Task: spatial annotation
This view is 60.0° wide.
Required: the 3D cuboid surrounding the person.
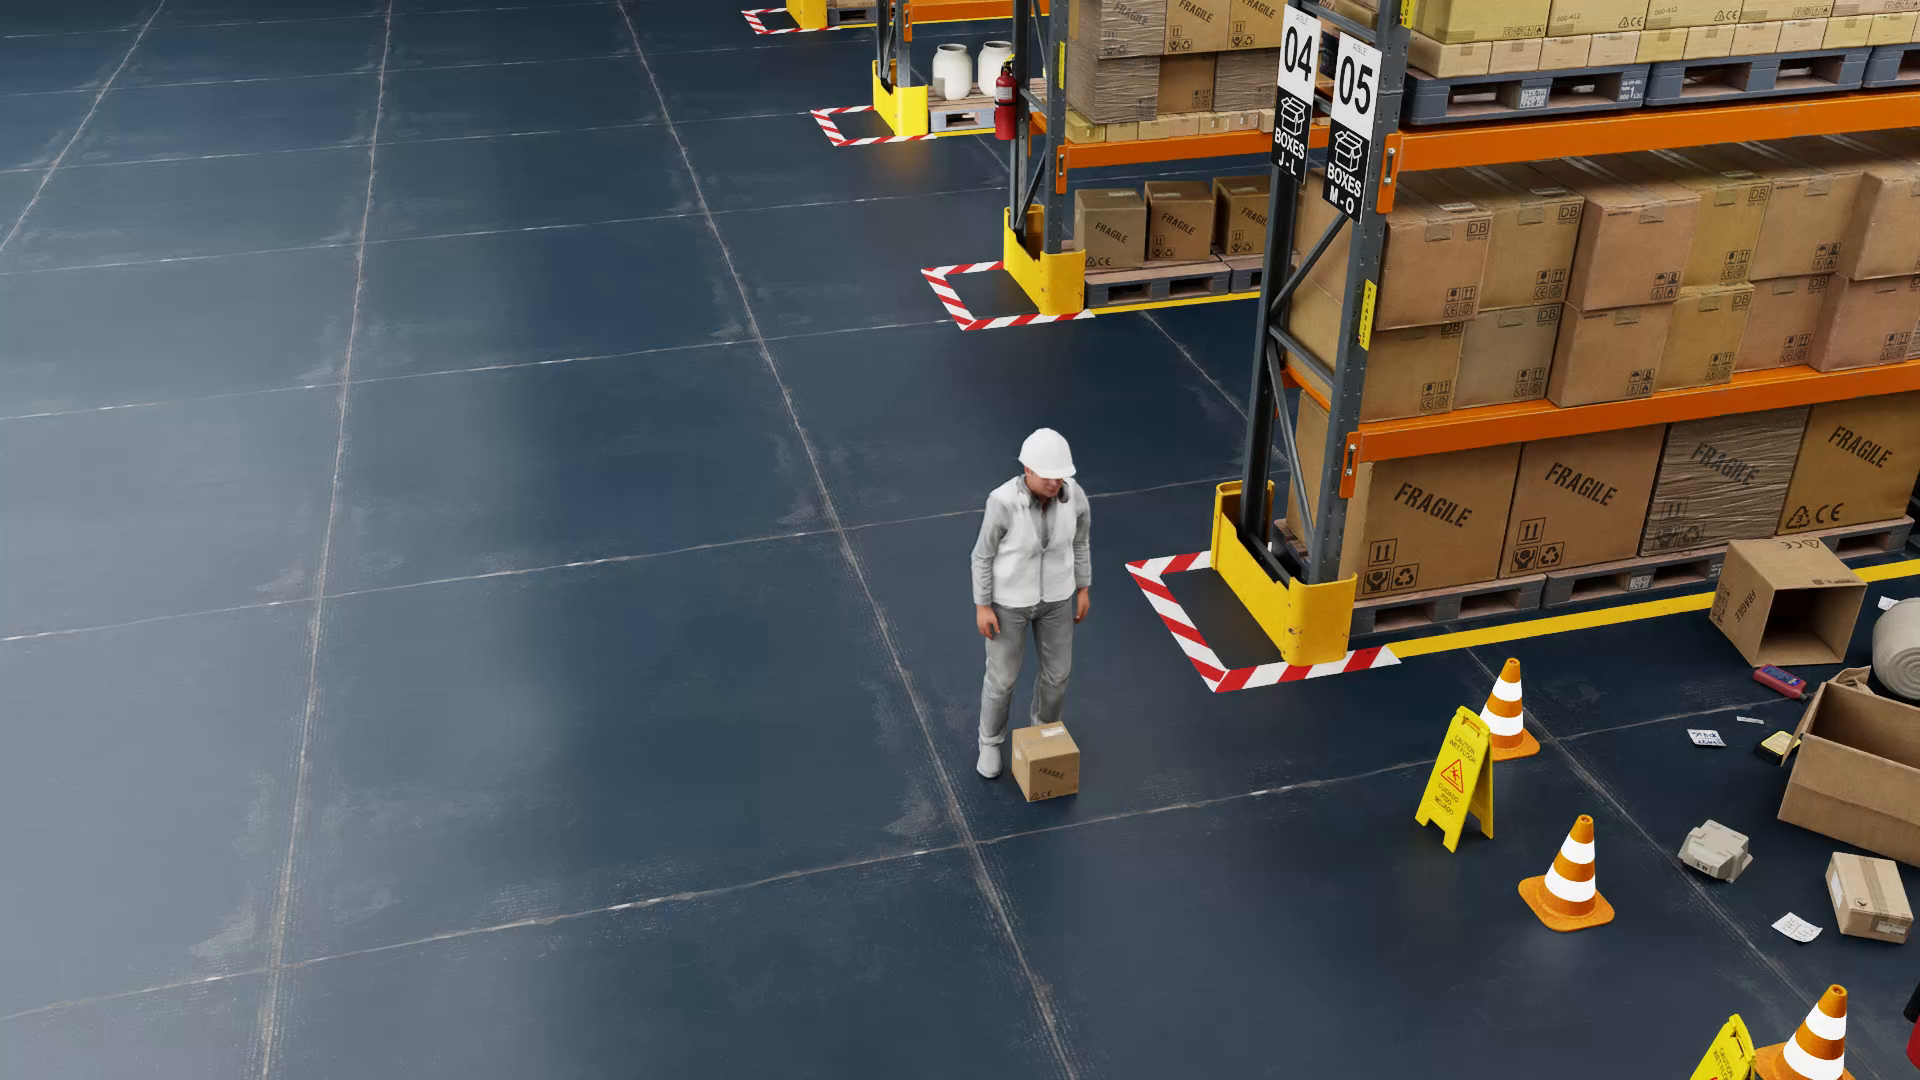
[{"bbox_3d":[0.337,0.269,7.749,0.593,1.771,0.464,-10,31,-16],"label":"person"}]
